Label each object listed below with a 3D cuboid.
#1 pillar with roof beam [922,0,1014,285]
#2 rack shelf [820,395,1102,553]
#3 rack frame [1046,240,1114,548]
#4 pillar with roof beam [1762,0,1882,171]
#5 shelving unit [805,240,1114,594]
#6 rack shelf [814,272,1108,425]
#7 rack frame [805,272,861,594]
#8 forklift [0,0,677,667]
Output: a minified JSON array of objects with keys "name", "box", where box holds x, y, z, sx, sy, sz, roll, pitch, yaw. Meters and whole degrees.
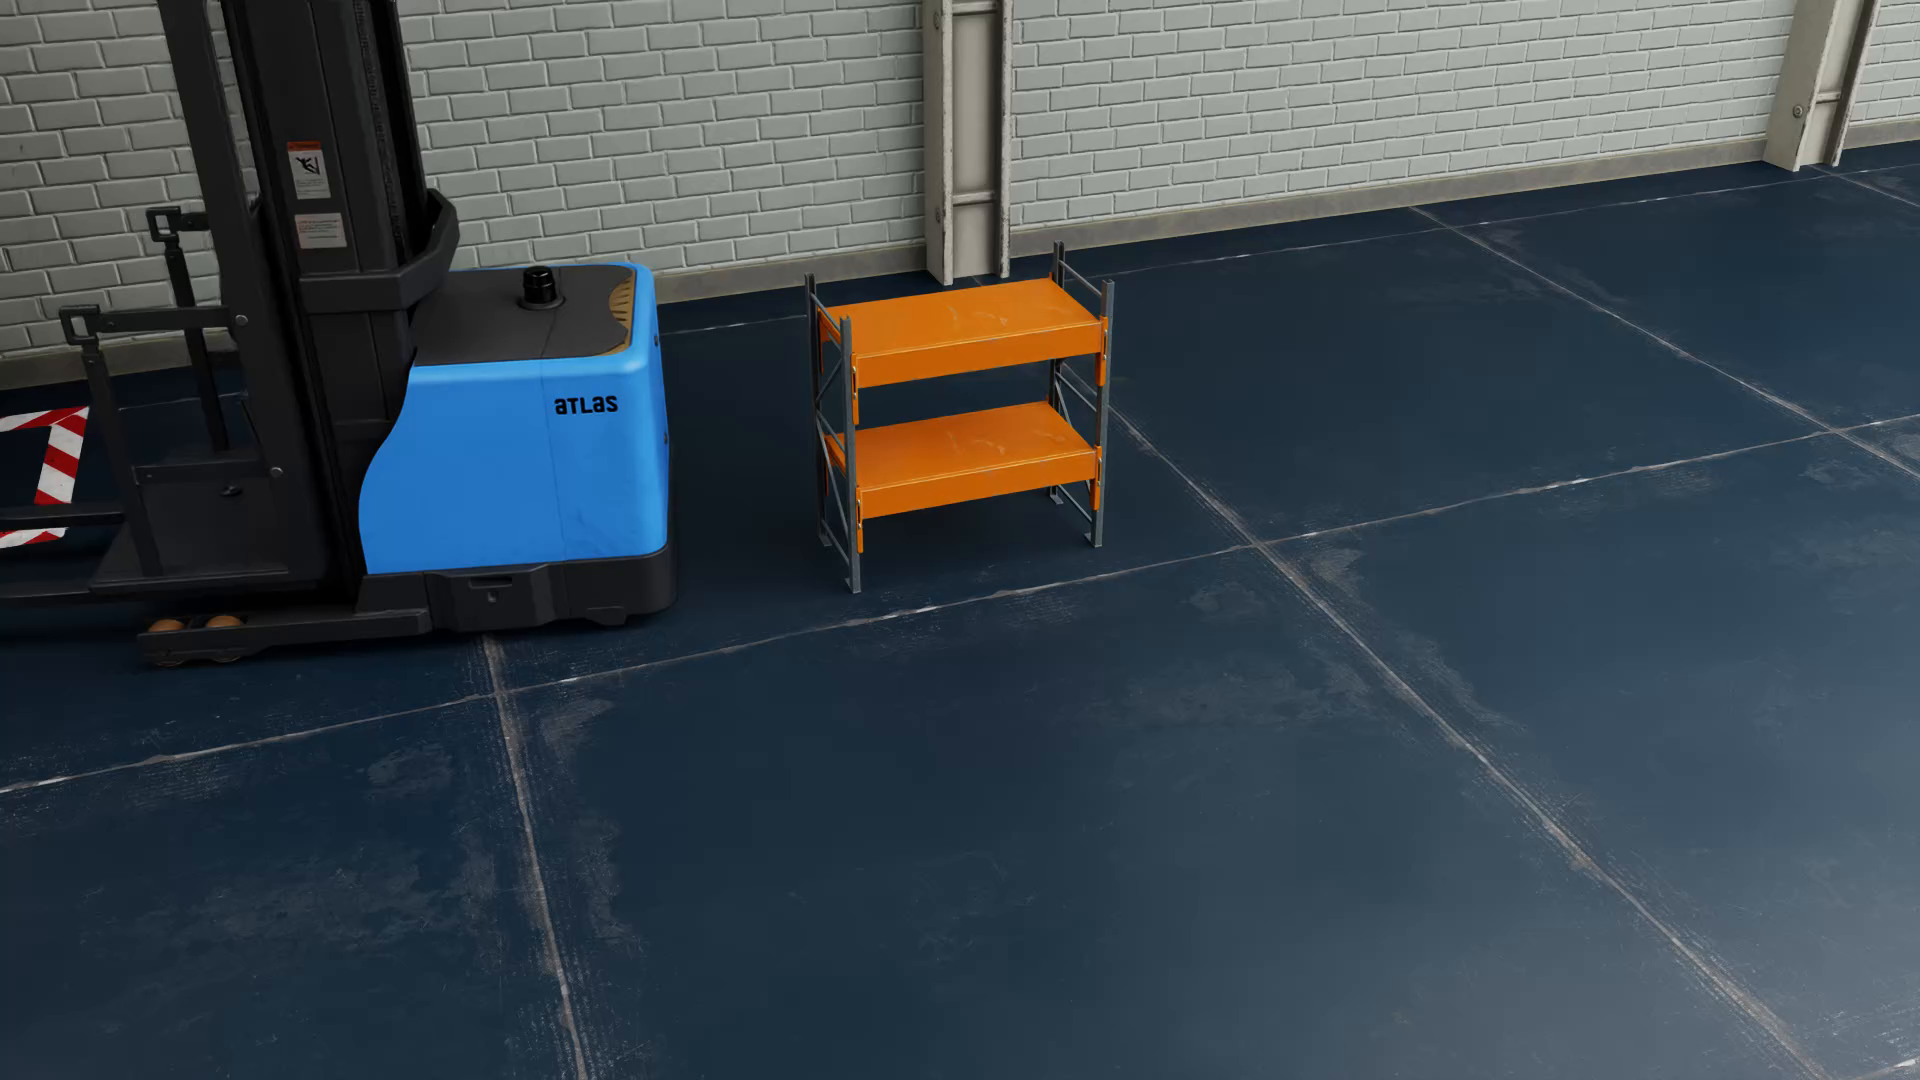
[{"name":"pillar with roof beam","box":[1.541,-3.430,3.681,0.400,9.000,9.100,-10,31,-18]},{"name":"rack shelf","box":[-0.006,-0.275,6.591,1.000,0.278,0.538,-10,31,-18]},{"name":"rack frame","box":[0.470,-0.575,6.624,0.032,1.125,0.500,-10,31,-18]},{"name":"pillar with roof beam","box":[7.165,-4.466,5.499,0.400,9.000,9.100,-10,31,-18]},{"name":"shelving unit","box":[-0.006,-0.488,6.470,1.048,1.125,0.538,-10,31,-18]},{"name":"rack shelf","box":[-0.006,-0.742,6.325,1.000,0.278,0.538,-10,31,-18]},{"name":"rack frame","box":[-0.483,-0.400,6.315,0.032,1.125,0.500,-10,31,-18]},{"name":"forklift","box":[-2.624,-1.100,5.719,3.031,2.935,1.130,-4,30,-7]}]
